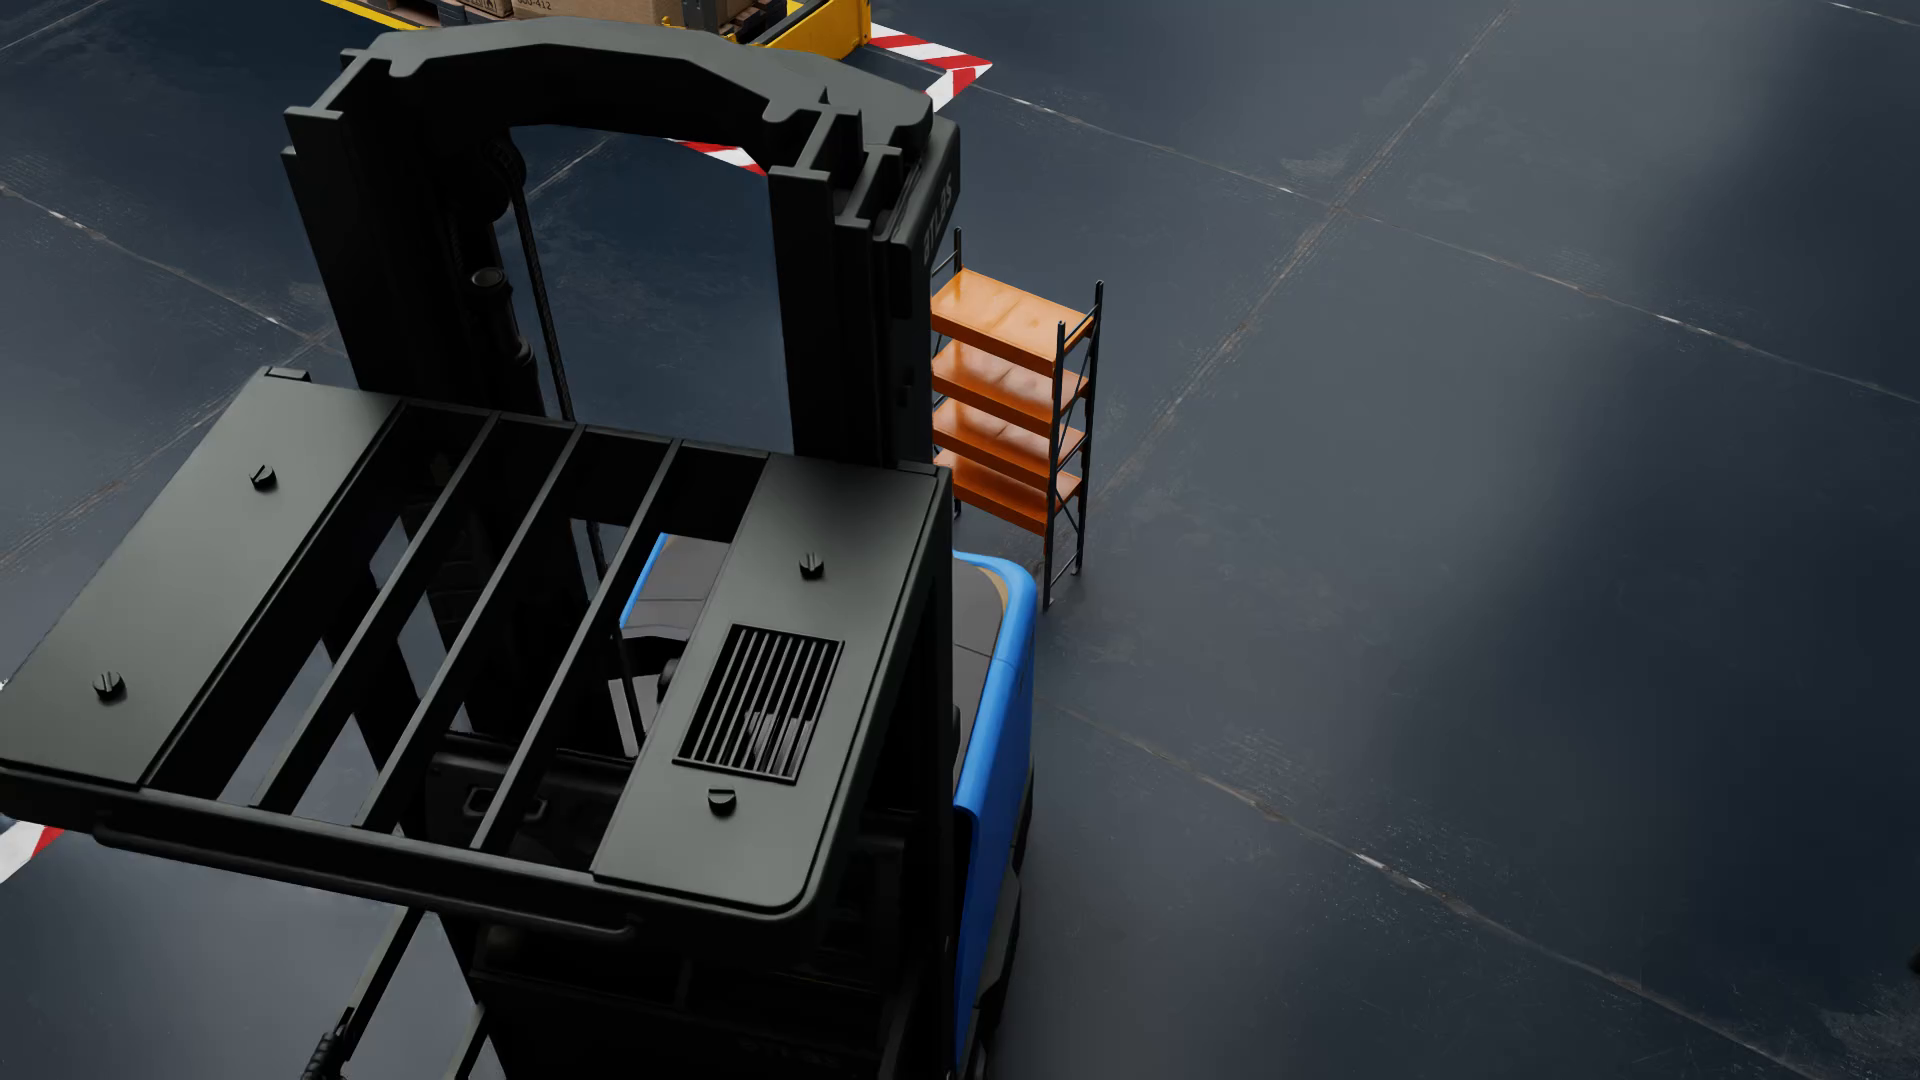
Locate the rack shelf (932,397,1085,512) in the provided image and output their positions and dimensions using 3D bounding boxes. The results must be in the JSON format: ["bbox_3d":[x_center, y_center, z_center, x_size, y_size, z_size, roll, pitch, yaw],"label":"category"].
[{"bbox_3d":[0.139,-0.307,5.306,0.480,0.148,0.258,25,51,22],"label":"rack shelf"}]

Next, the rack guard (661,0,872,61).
[{"bbox_3d":[-0.867,-2.363,7.698,0.348,0.500,1.175,25,51,22],"label":"rack guard"}]

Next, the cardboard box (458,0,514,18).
[{"bbox_3d":[-2.272,-3.041,8.108,0.875,0.438,0.875,26,51,23],"label":"cardboard box"}]

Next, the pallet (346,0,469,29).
[{"bbox_3d":[-2.626,-3.007,8.525,1.213,0.211,1.003,25,51,22],"label":"pallet"}]

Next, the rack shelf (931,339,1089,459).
[{"bbox_3d":[0.139,-0.463,5.145,0.480,0.148,0.258,25,51,22],"label":"rack shelf"}]

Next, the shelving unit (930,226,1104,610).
[{"bbox_3d":[0.139,-0.354,5.257,0.503,1.200,0.258,25,51,22],"label":"shelving unit"}]

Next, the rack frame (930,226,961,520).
[{"bbox_3d":[-0.066,-0.449,5.349,0.015,1.200,0.240,25,51,22],"label":"rack frame"}]

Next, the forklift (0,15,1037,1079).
[{"bbox_3d":[-0.605,0.744,2.984,1.130,2.935,3.031,9,46,9],"label":"forklift"}]

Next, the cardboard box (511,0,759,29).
[{"bbox_3d":[-1.497,-2.692,7.768,0.875,0.438,0.875,23,50,21],"label":"cardboard box"}]

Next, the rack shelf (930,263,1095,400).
[{"bbox_3d":[0.139,-0.628,4.976,0.480,0.148,0.258,25,51,22],"label":"rack shelf"}]

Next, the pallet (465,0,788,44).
[{"bbox_3d":[-1.603,-2.534,8.065,1.213,0.211,1.003,25,51,22],"label":"pallet"}]

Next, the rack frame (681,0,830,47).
[{"bbox_3d":[-0.888,-3.244,6.810,0.127,3.000,1.000,25,51,22],"label":"rack frame"}]

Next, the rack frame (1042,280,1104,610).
[{"bbox_3d":[0.345,-0.260,5.166,0.015,1.200,0.240,25,51,22],"label":"rack frame"}]

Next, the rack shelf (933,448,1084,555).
[{"bbox_3d":[0.139,-0.169,5.448,0.480,0.148,0.258,25,51,22],"label":"rack shelf"}]

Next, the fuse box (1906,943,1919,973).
[{"bbox_3d":[2.615,0.586,3.987,0.414,1.711,0.539,25,51,22],"label":"fuse box"}]
